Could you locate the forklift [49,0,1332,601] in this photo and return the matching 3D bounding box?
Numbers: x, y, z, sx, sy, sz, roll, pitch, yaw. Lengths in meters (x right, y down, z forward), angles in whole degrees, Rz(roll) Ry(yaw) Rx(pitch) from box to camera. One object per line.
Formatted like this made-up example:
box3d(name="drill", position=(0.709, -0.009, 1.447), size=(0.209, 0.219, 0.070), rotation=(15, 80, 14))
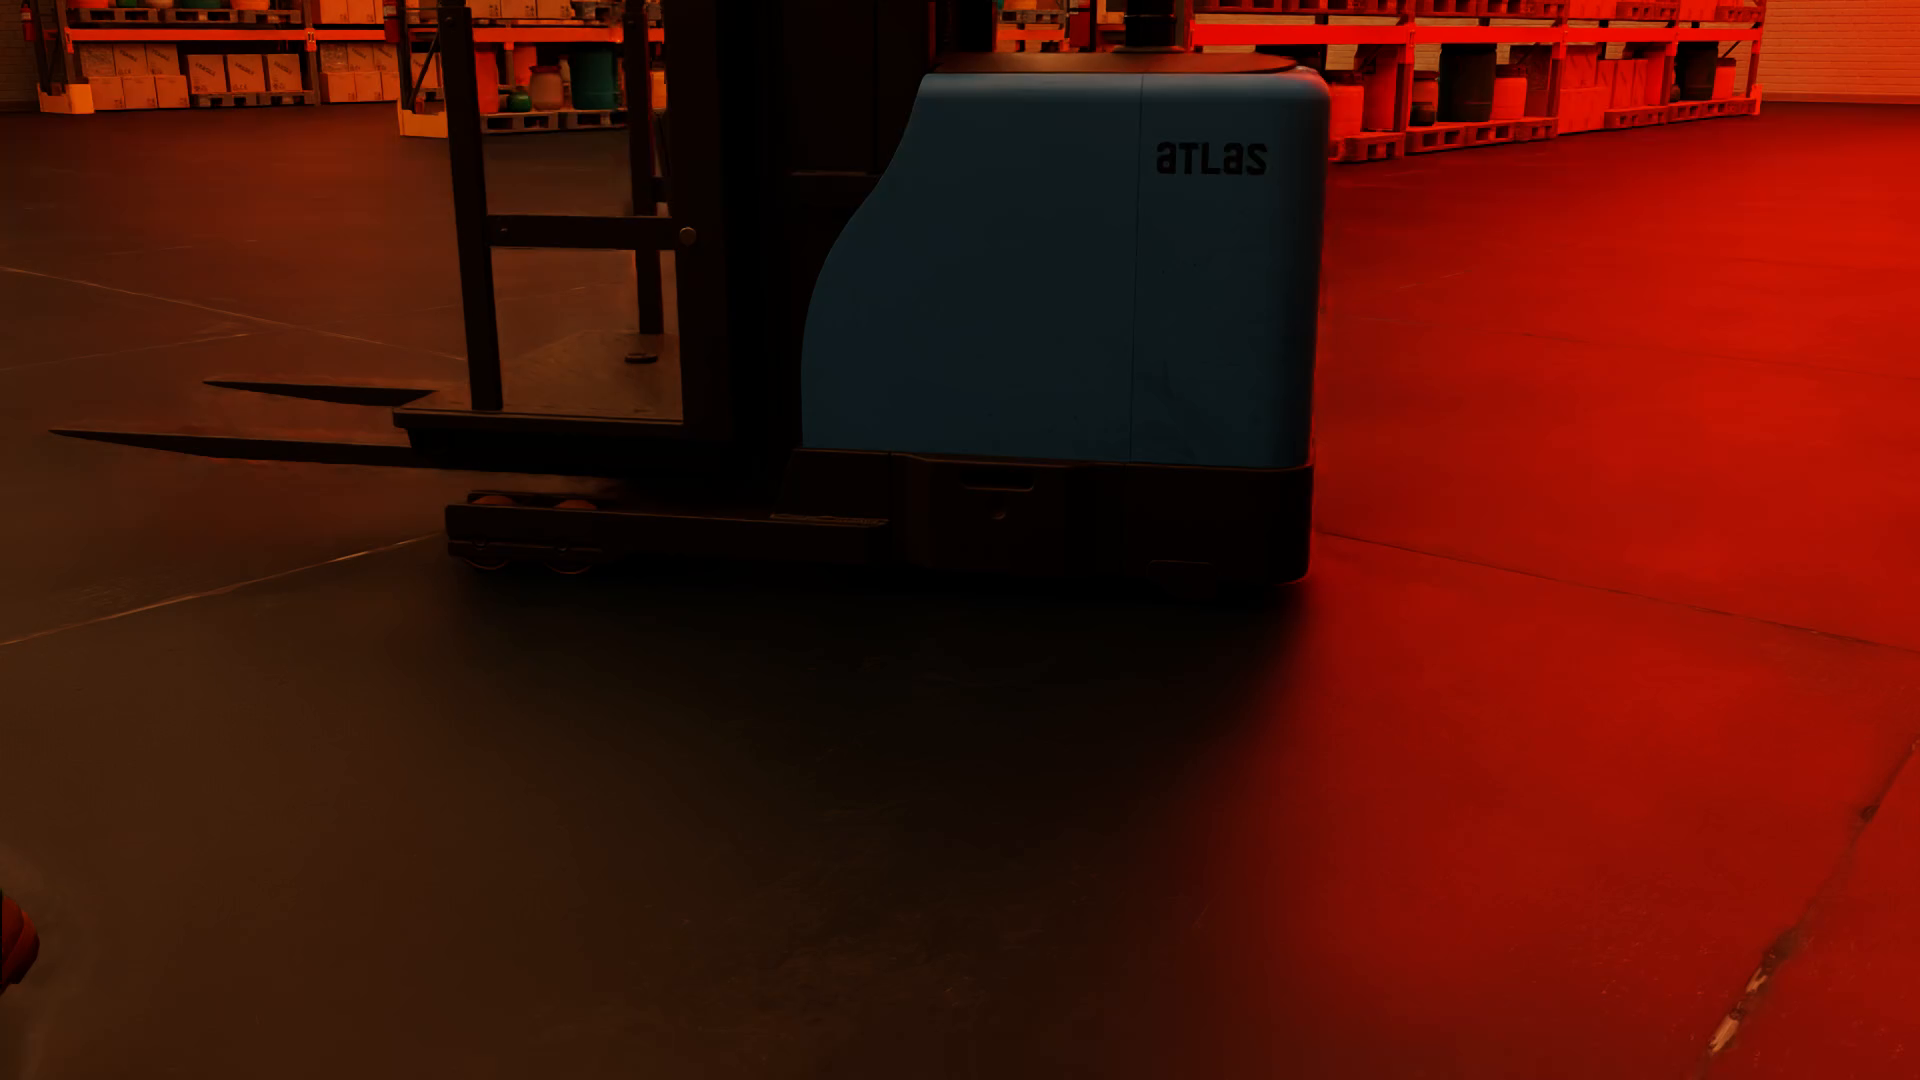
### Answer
box3d(name="forklift", position=(-0.680, -1.471, 3.740), size=(3.031, 2.935, 1.130), rotation=(3, 17, 10))
